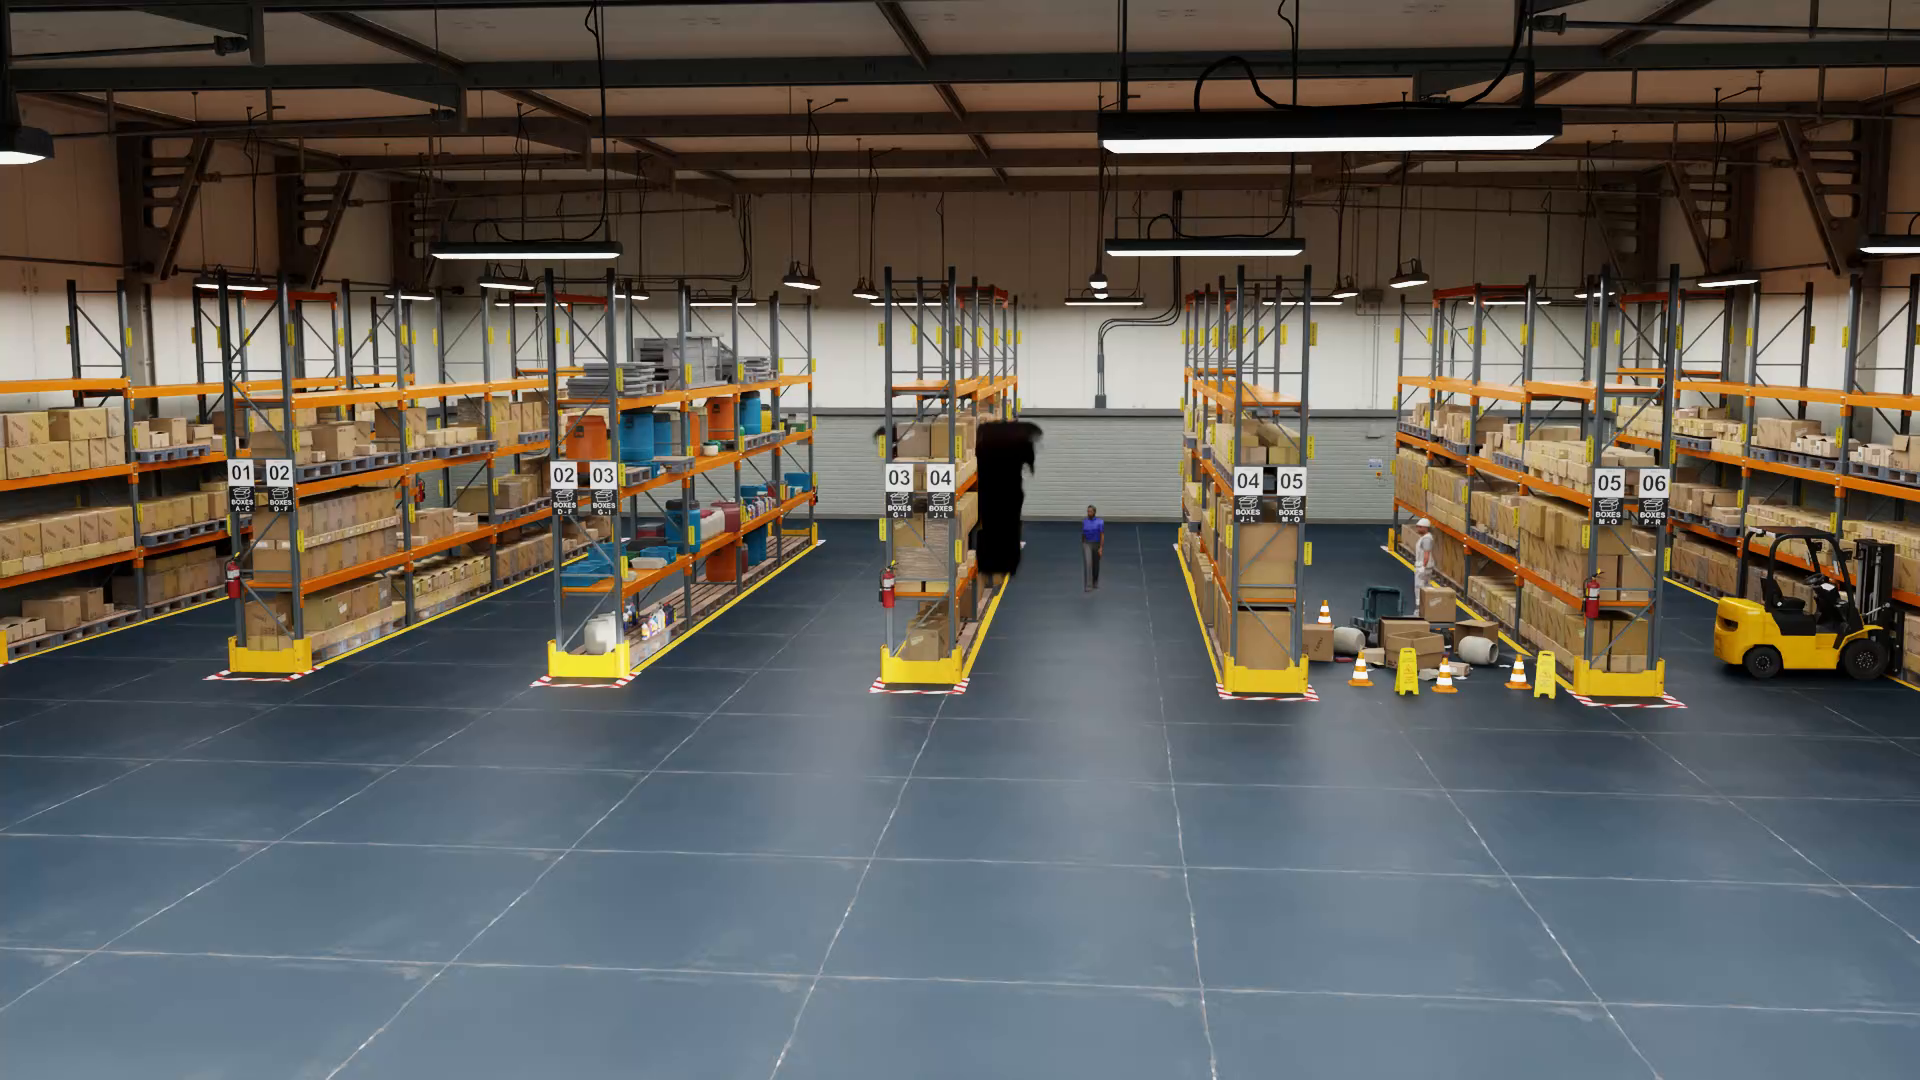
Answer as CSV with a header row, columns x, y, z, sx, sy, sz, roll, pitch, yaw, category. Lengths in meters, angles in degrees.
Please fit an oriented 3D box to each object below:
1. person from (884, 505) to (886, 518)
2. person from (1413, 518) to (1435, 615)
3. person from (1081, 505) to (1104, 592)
x,y,z,sx,sy,sz,roll,pitch,yaw,category
-1.490,-0.581,39.214,0.570,1.652,0.648,1,7,10,person
8.289,0.509,29.778,0.402,1.796,0.610,4,8,33,person
2.486,0.141,31.161,0.415,1.623,0.920,0,7,-1,person
